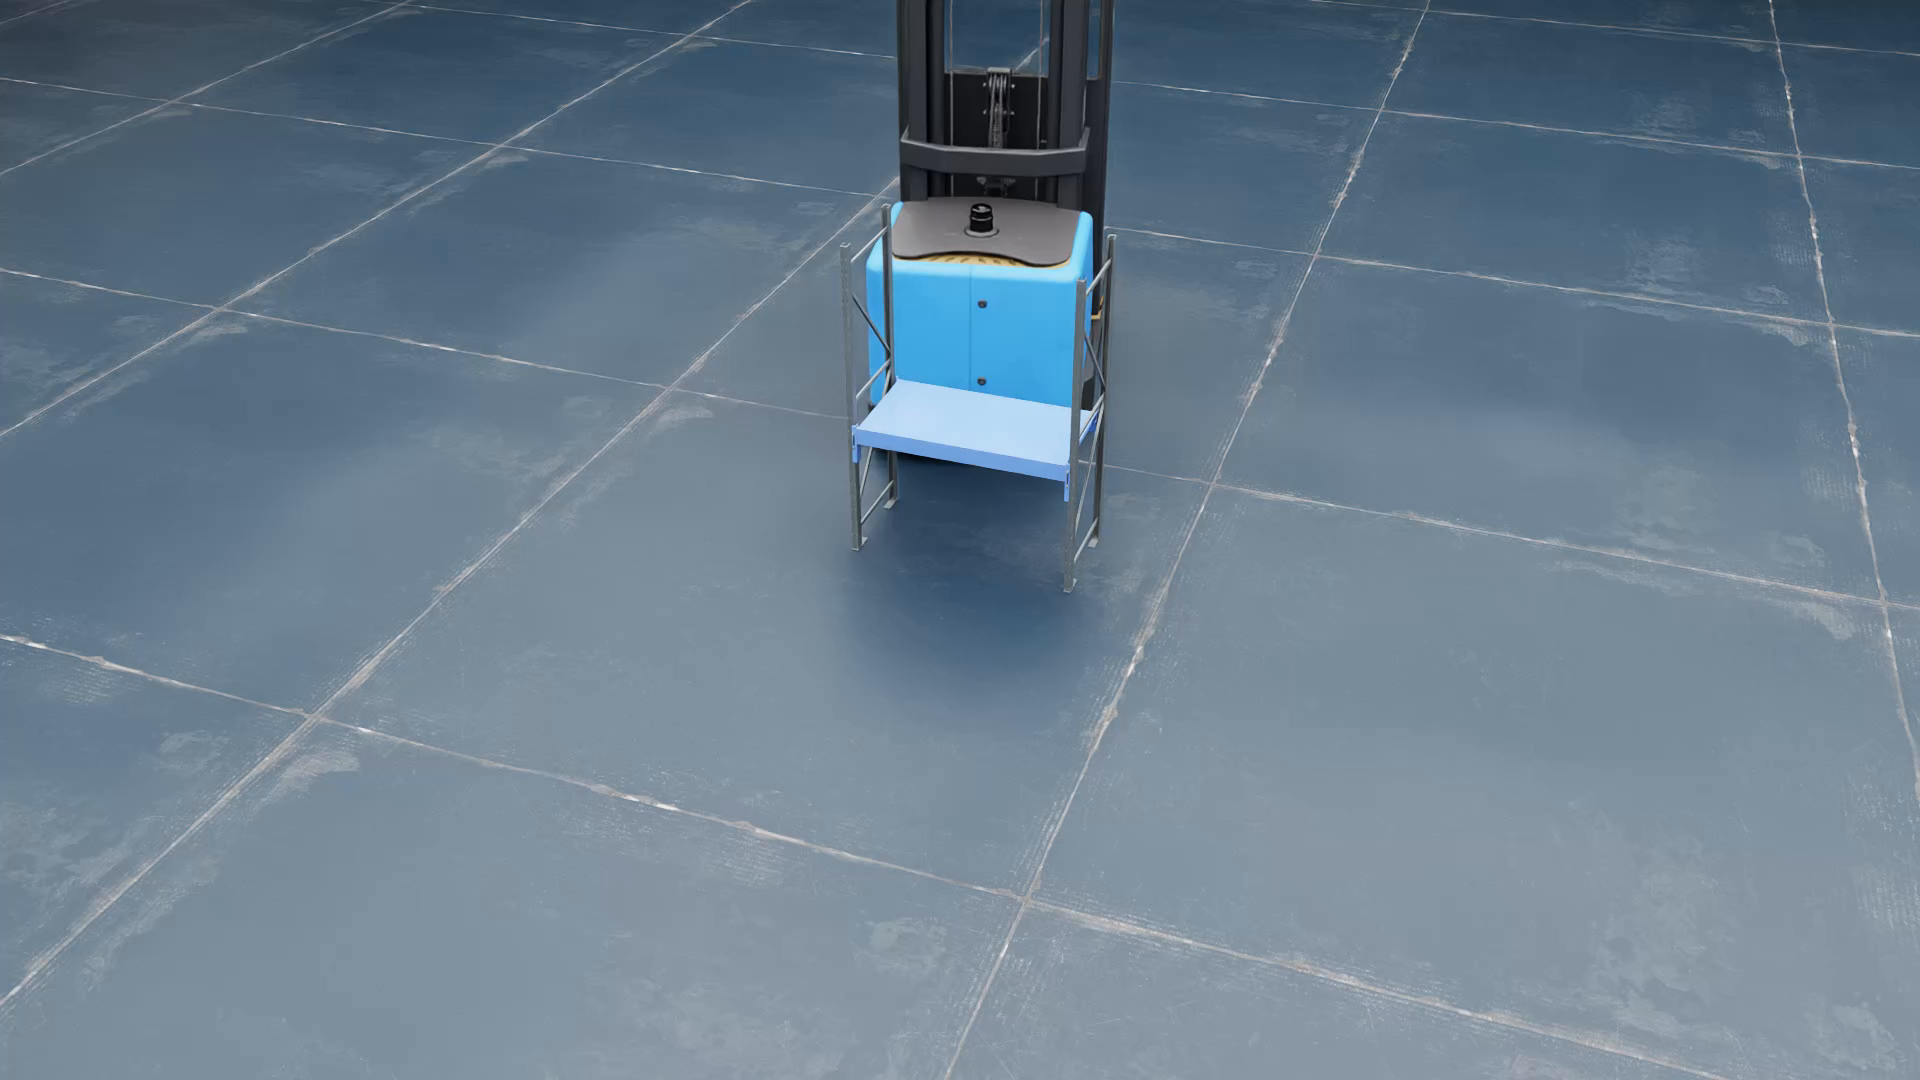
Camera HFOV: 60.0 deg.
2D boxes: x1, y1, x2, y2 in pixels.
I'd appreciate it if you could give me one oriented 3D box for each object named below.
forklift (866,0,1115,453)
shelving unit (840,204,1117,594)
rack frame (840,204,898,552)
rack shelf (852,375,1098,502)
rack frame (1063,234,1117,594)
[{"bbox_3d":[0.260,-2.392,8.753,1.130,2.935,3.031,4,33,7],"label":"forklift"},{"bbox_3d":[0.080,-0.614,7.319,1.048,1.500,0.538,11,34,16],"label":"shelving unit"},{"bbox_3d":[-0.398,-0.708,7.463,0.032,1.500,0.500,11,34,16],"label":"rack frame"},{"bbox_3d":[0.080,-0.463,7.417,1.000,0.185,0.538,11,34,16],"label":"rack shelf"},{"bbox_3d":[0.559,-0.521,7.175,0.032,1.500,0.500,11,34,16],"label":"rack frame"}]
